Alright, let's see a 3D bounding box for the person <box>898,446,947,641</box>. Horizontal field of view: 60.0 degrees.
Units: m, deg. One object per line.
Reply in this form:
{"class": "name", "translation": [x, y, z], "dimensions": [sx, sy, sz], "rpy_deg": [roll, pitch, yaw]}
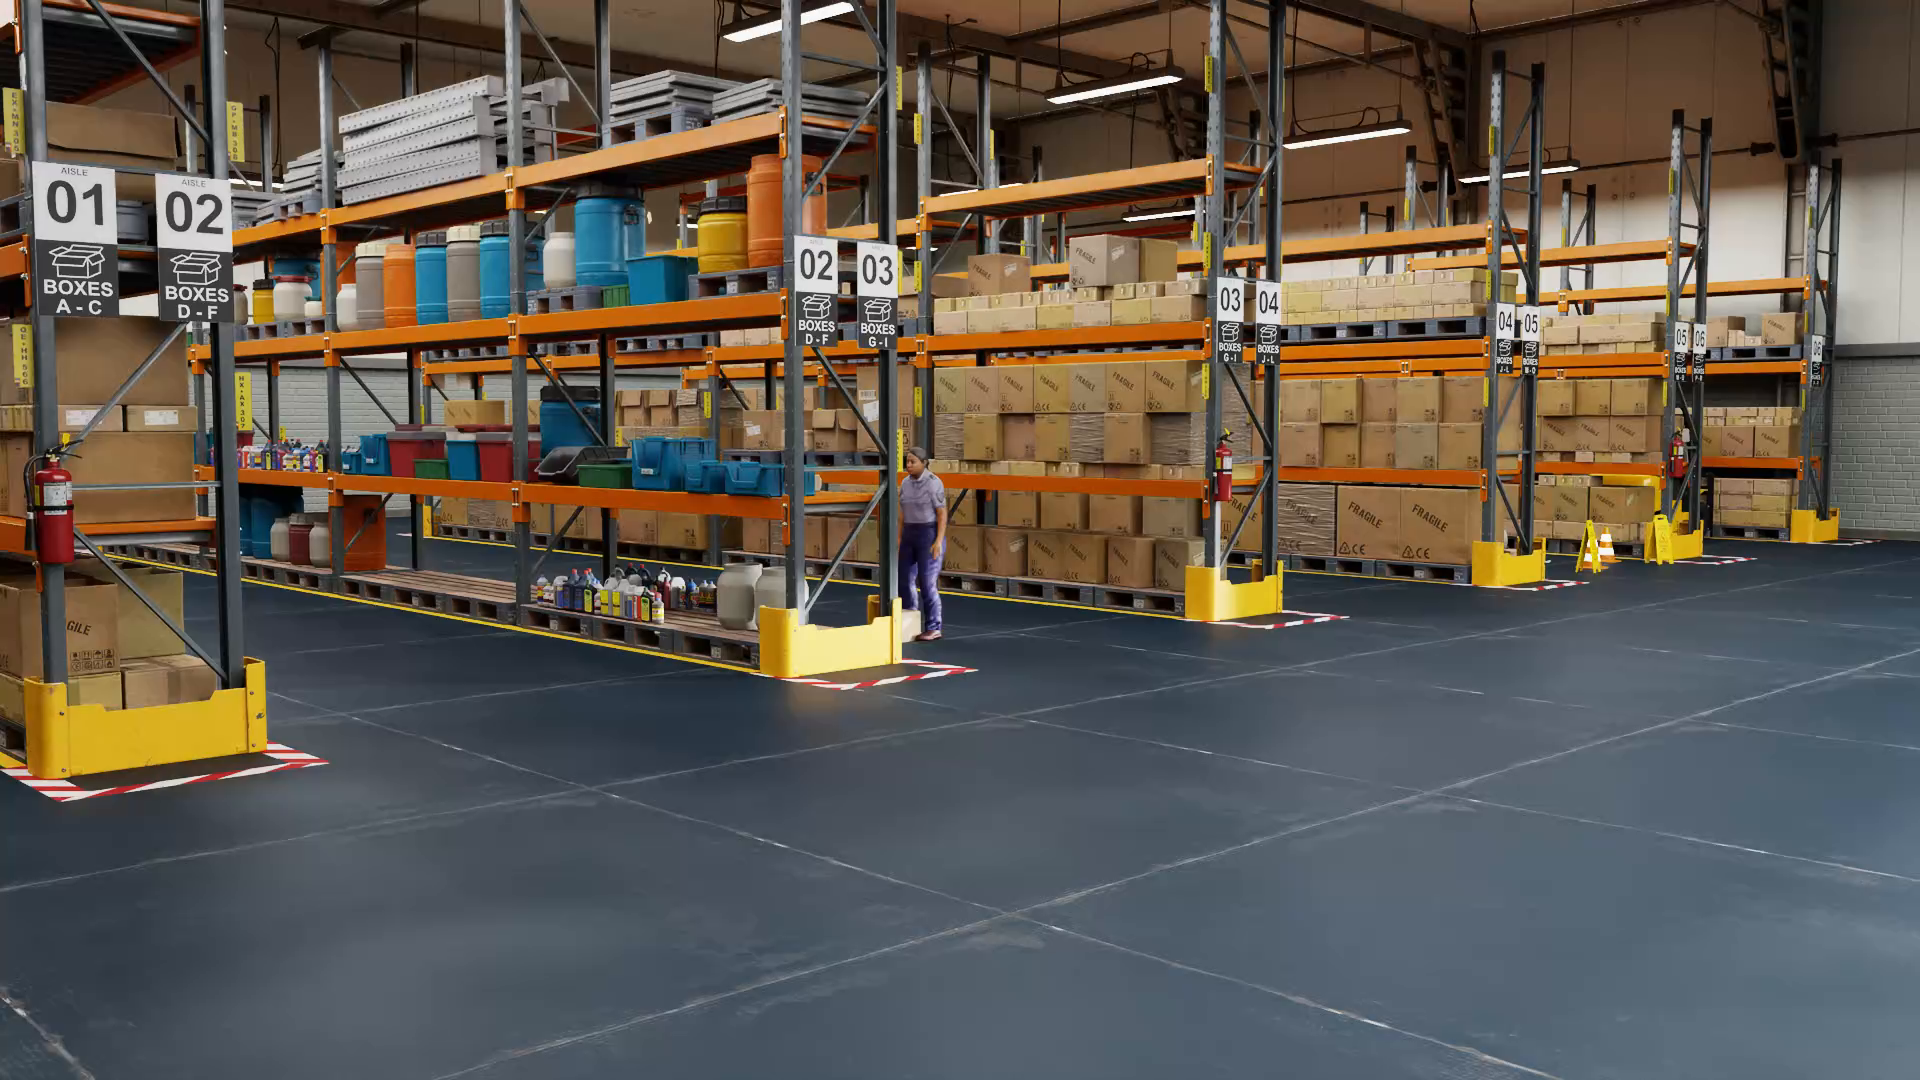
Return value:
{"class": "person", "translation": [-0.343, 0.021, 14.303], "dimensions": [0.560, 1.653, 0.366], "rpy_deg": [4, 6, 44]}
